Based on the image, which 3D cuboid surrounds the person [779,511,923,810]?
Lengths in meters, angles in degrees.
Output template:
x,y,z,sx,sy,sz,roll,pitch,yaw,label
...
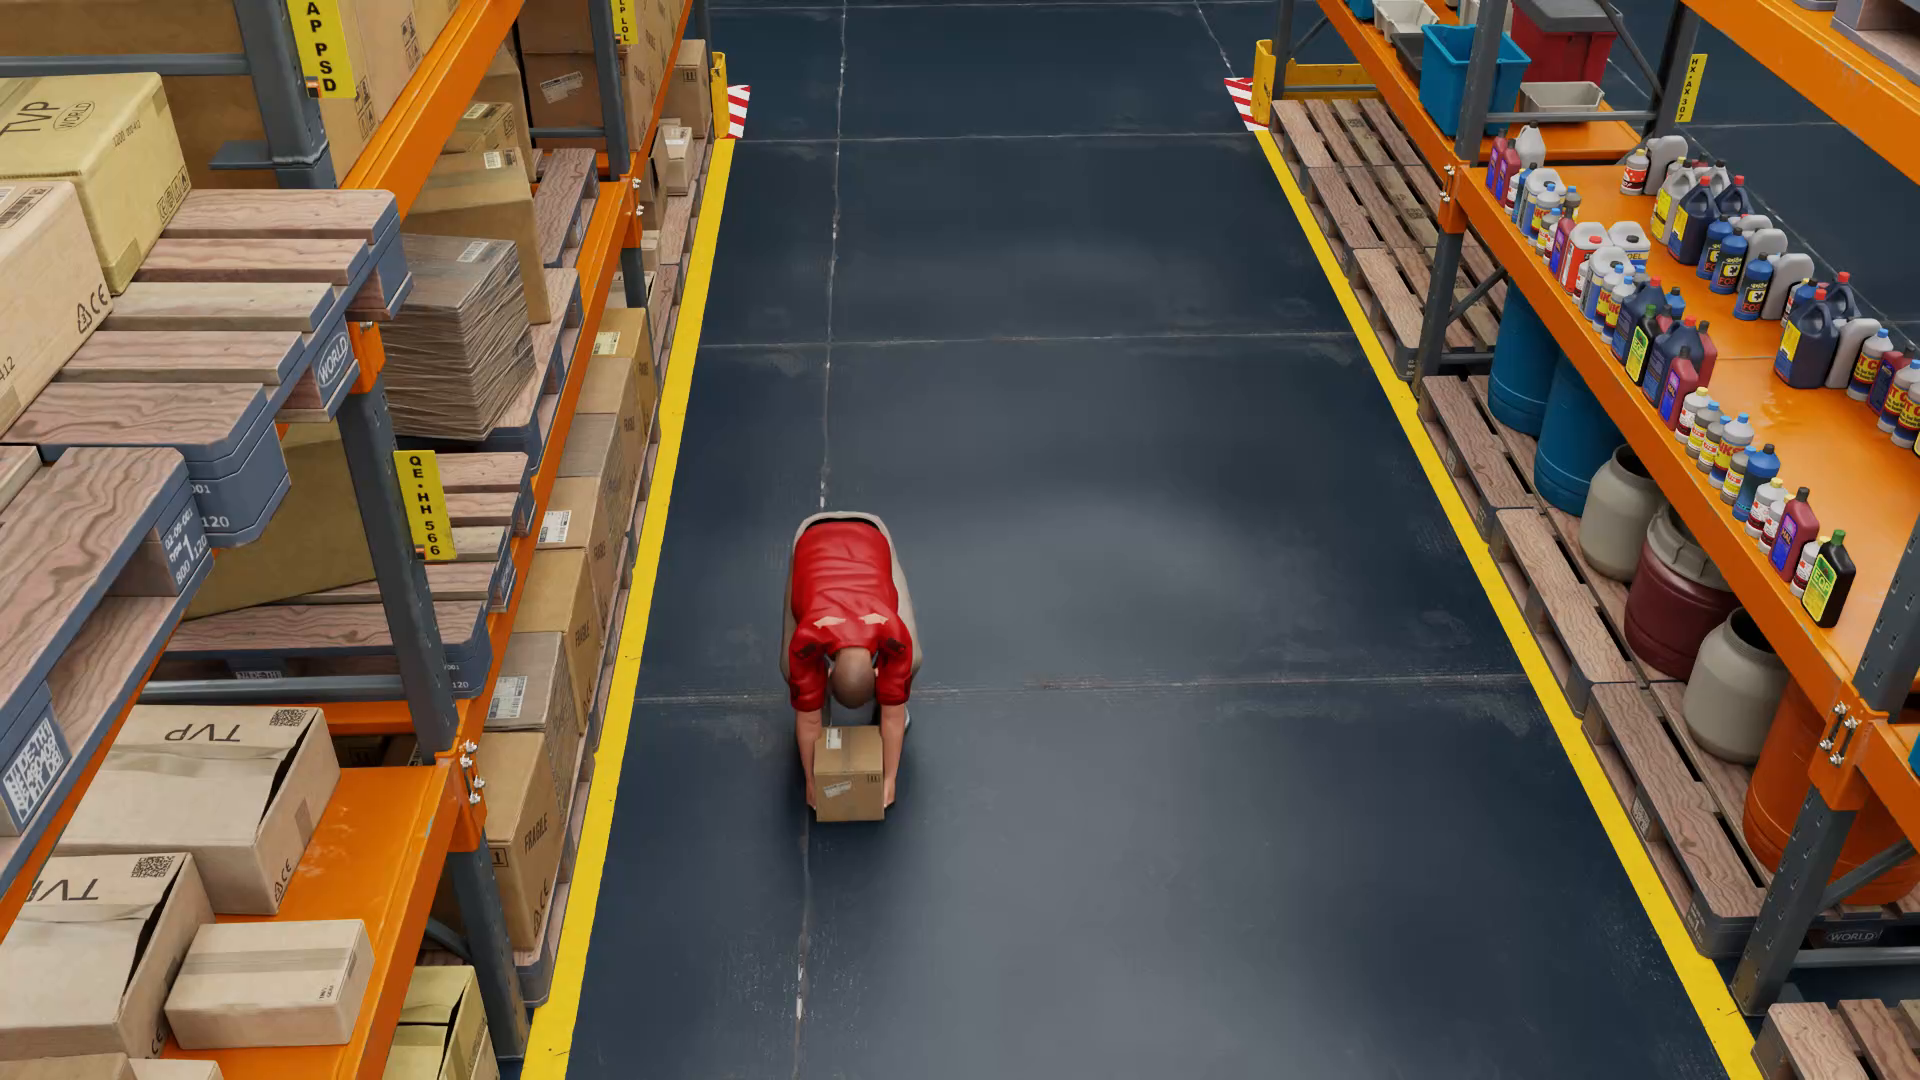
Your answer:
x,y,z,sx,sy,sz,roll,pitch,yaw,label
-0.411,0.442,6.273,0.544,0.884,0.957,-3,35,-4,person
